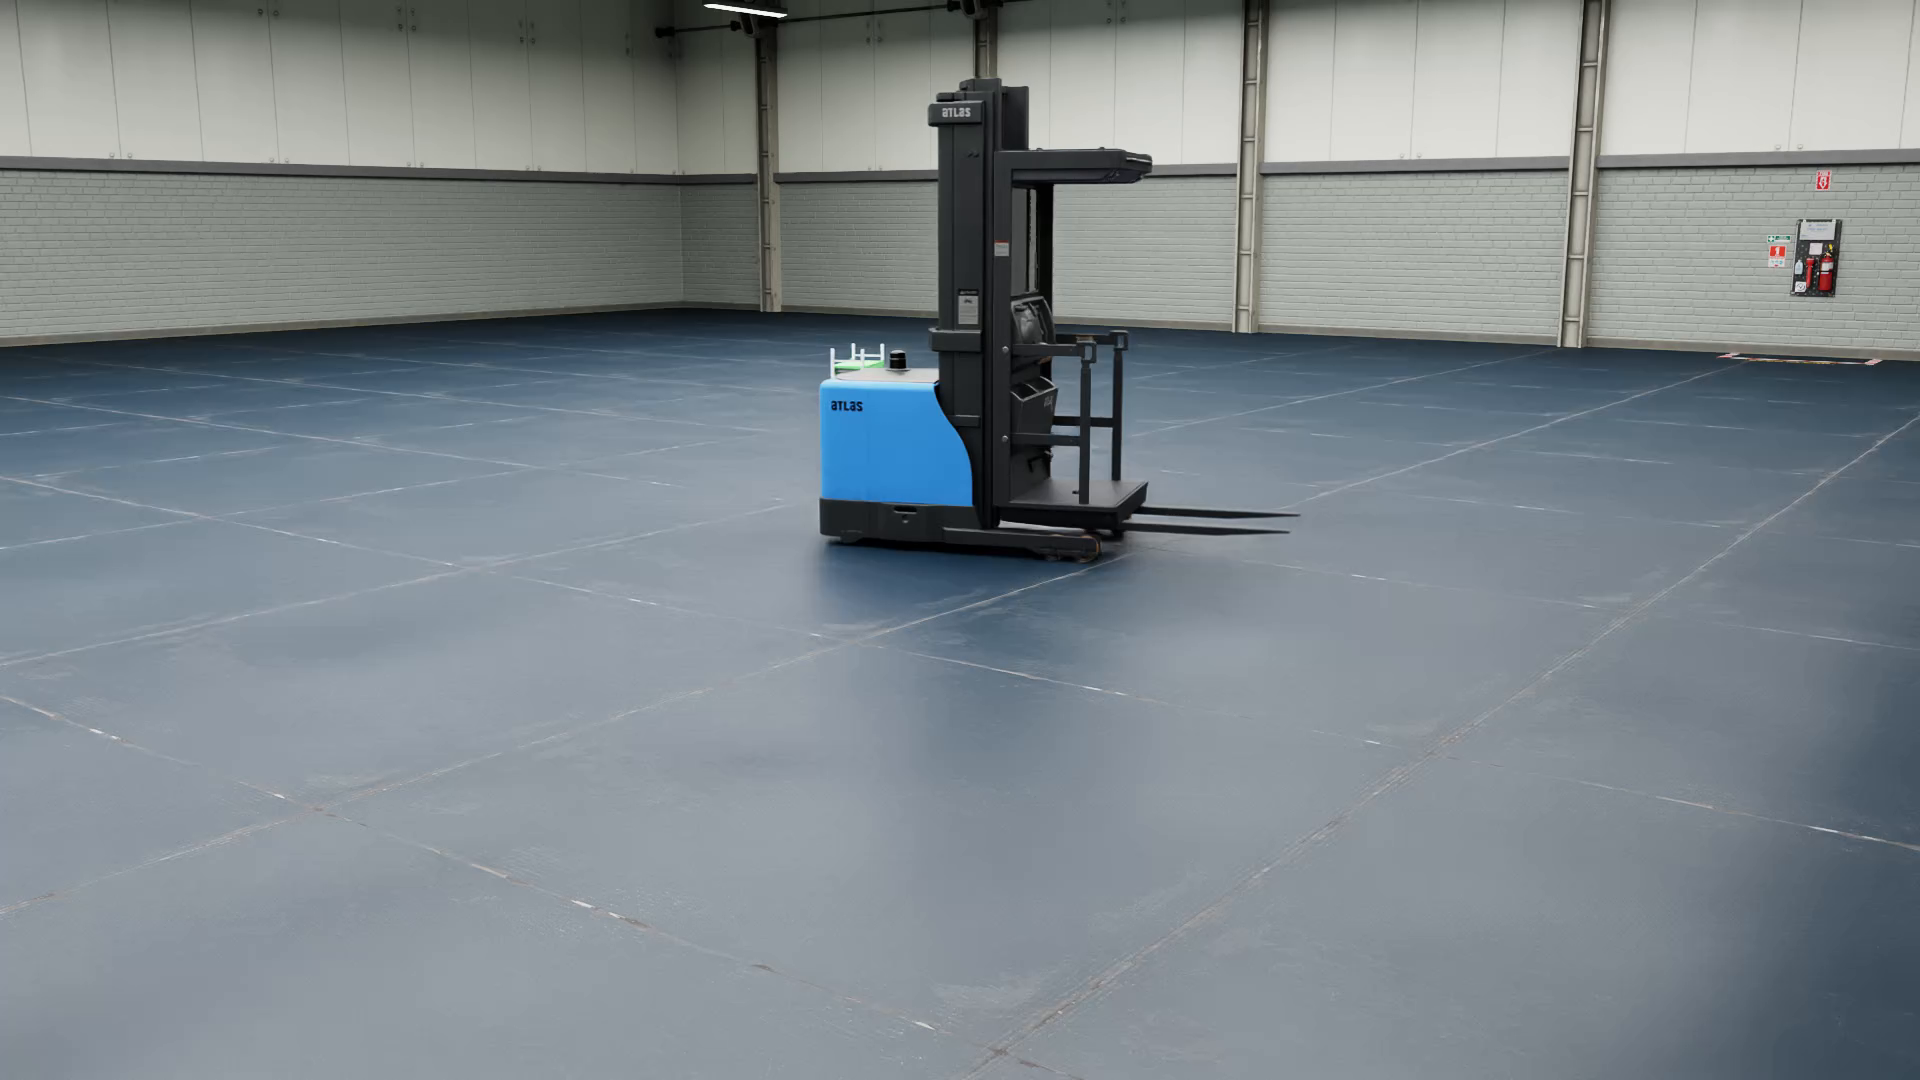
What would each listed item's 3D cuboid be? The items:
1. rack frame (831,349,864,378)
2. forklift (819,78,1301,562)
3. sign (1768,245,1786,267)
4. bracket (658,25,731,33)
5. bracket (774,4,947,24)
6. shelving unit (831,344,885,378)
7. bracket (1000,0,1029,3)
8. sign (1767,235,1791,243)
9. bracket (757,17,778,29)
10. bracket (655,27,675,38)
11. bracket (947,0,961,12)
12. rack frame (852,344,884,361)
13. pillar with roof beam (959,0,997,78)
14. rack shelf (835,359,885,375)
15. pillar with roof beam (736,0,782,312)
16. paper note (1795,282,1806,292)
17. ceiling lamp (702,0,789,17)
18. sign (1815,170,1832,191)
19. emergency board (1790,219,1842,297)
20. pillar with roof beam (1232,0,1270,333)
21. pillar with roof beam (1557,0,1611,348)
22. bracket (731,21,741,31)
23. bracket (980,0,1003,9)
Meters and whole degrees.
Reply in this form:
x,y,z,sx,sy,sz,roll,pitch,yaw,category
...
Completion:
x,y,z,sx,sy,sz,roll,pitch,yaw,category
-0.783,-0.744,11.712,0.240,1.200,0.015,2,11,13,rack frame
0.656,-1.413,10.619,3.031,2.935,1.130,3,11,16,forklift
12.661,-4.396,25.763,0.234,0.329,0.001,8,13,36,sign
-6.308,-11.620,37.927,3.189,0.066,0.076,8,13,36,bracket
-2.128,-11.037,34.913,4.783,0.066,0.076,8,13,36,bracket
-0.725,-0.789,11.945,0.258,1.200,0.503,2,11,13,shelving unit
2.708,-10.363,31.426,4.783,0.066,0.076,8,13,36,bracket
12.660,-4.655,25.703,0.331,0.109,0.001,8,13,36,sign
-4.205,-11.327,36.411,0.430,0.232,0.235,8,13,36,bracket
-6.784,-11.687,38.270,0.430,0.232,0.235,8,13,36,bracket
-0.038,-10.746,33.406,0.430,0.232,0.235,8,13,36,bracket
-0.668,-0.834,12.178,0.240,1.200,0.015,2,11,13,rack frame
-2.041,-8.327,30.381,0.548,9.000,9.100,8,13,36,pillar with roof beam
-0.726,-1.197,11.866,0.258,0.148,0.480,2,11,13,rack shelf
-6.877,-9.002,33.868,0.548,9.000,9.100,8,13,36,pillar with roof beam
12.944,-3.899,25.605,0.142,0.148,0.016,8,13,36,paper note
-4.151,-11.333,30.549,0.800,3.185,2.000,8,13,36,ceiling lamp
13.098,-5.455,25.227,0.199,0.298,0.001,8,13,36,sign
13.046,-4.301,25.363,0.643,1.169,0.194,8,13,36,emergency board
2.795,-7.653,26.894,0.400,9.000,9.100,8,13,36,pillar with roof beam
7.631,-6.978,23.407,0.400,9.000,9.100,8,13,36,pillar with roof beam
-4.874,-11.420,36.893,0.430,0.232,0.235,8,13,36,bracket
0.632,-10.652,32.924,0.430,0.232,0.235,8,13,36,bracket
